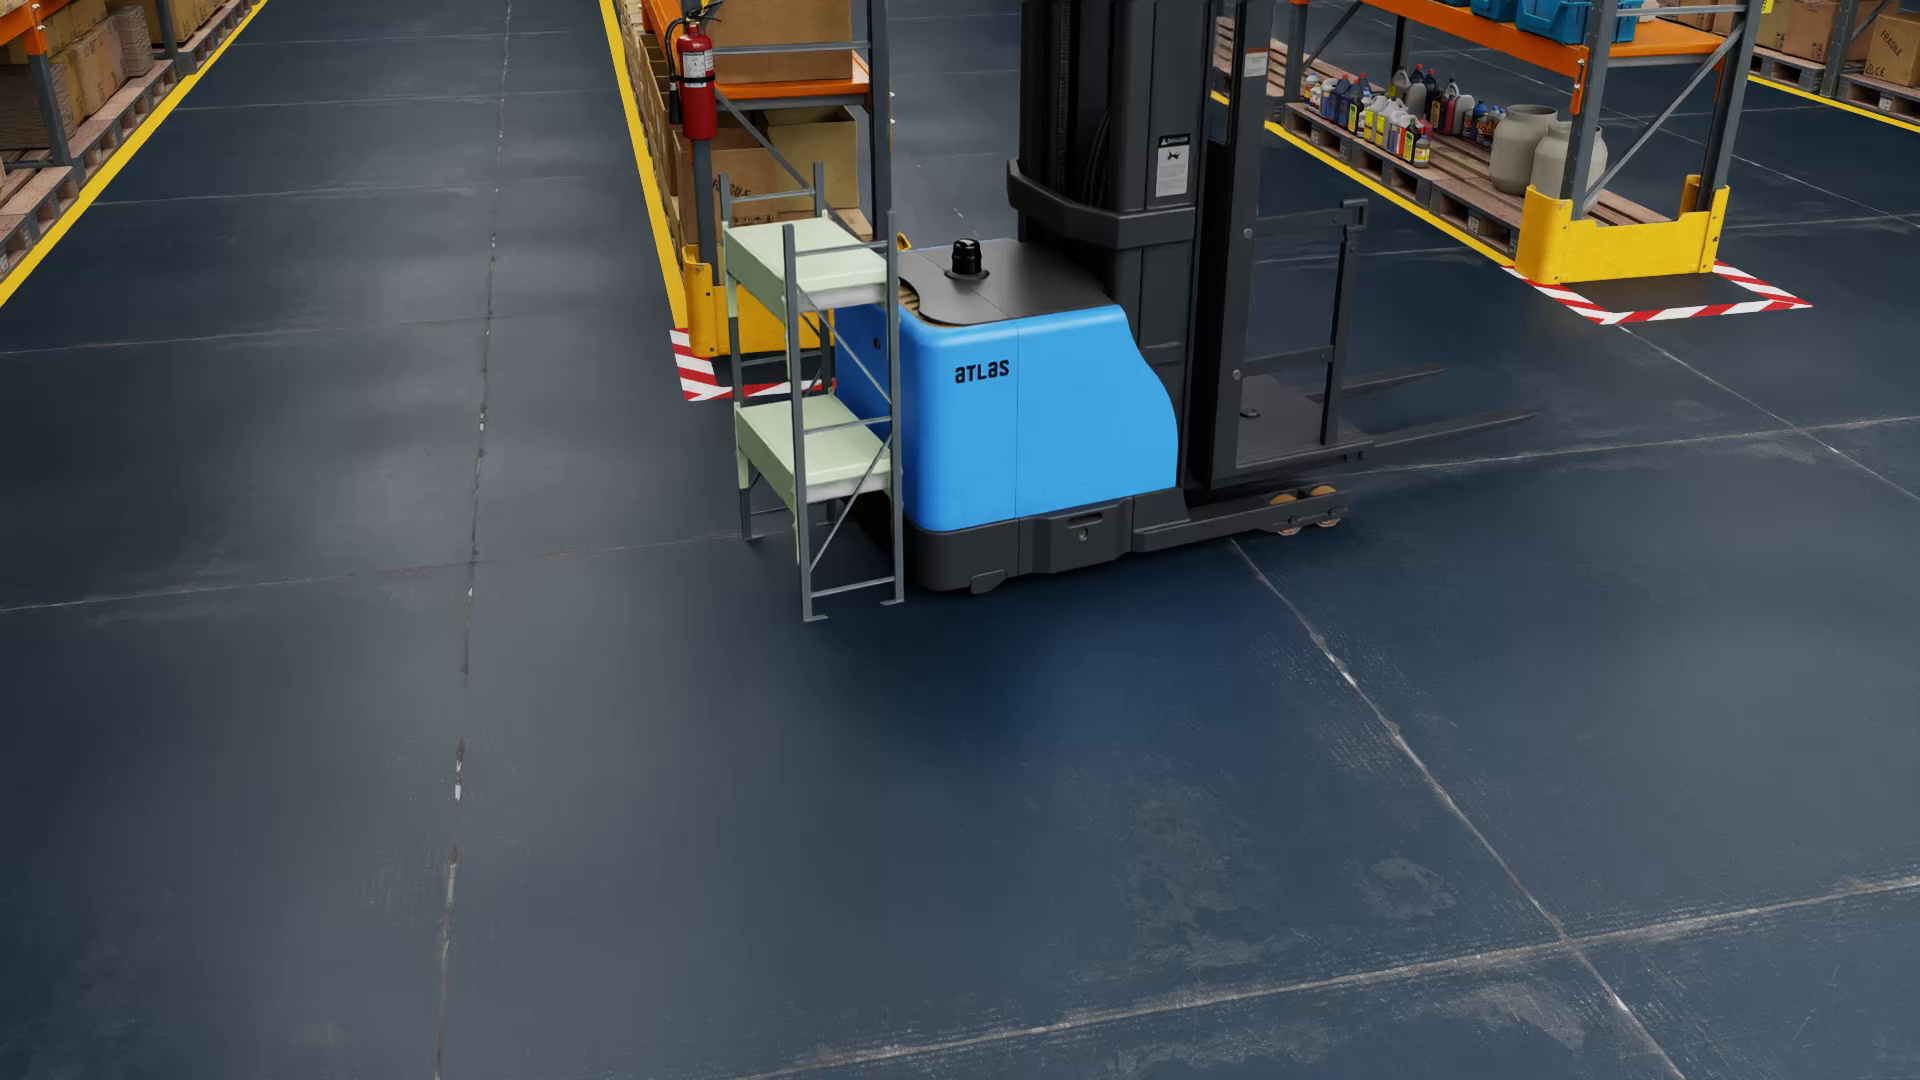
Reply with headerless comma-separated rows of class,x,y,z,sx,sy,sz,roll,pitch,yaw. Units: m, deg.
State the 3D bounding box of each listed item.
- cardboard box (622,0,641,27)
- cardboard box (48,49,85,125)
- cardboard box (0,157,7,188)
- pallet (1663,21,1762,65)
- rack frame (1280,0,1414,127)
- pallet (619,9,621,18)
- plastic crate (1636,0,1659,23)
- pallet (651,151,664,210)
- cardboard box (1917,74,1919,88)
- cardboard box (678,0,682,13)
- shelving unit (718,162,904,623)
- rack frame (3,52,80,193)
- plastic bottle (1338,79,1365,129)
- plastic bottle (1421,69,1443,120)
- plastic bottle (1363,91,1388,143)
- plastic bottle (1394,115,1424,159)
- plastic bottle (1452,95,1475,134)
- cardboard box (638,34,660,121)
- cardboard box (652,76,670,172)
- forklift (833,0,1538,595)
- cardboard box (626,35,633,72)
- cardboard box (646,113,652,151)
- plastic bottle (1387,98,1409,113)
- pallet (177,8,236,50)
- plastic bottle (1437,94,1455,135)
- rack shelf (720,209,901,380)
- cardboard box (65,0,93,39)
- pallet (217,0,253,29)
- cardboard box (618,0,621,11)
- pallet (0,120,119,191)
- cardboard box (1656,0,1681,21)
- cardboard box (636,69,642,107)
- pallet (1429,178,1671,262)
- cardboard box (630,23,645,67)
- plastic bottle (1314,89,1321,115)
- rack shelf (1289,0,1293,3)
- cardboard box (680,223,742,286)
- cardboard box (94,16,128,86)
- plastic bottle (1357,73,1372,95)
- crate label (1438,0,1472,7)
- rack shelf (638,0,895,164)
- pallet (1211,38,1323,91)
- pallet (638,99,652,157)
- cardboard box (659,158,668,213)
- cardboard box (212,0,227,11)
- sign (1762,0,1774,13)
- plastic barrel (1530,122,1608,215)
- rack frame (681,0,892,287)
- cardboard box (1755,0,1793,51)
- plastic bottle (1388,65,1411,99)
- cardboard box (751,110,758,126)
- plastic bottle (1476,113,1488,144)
cardboard box,-2.699,-4.659,14.615,0.500,0.311,0.500,-7,28,-13
cardboard box,-6.929,-3.301,12.248,0.700,0.500,0.500,-6,27,-13
cardboard box,-6.432,-2.377,10.787,0.380,0.166,0.250,-10,28,-18
pallet,7.441,-4.820,16.065,1.003,0.211,1.213,-6,27,-12
rack frame,3.071,-4.684,12.700,1.000,3.000,0.127,-6,27,-12
pallet,-3.060,-5.559,17.530,1.003,0.211,1.213,-6,27,-12
plastic crate,4.084,-3.235,10.124,0.298,0.136,0.250,-6,27,-12
pallet,-1.618,-2.584,11.635,1.003,0.211,1.213,-6,27,-12
cardboard box,8.084,-3.828,13.313,0.500,0.500,0.500,2,27,5
cardboard box,-1.415,-3.581,10.405,0.700,0.500,0.500,-6,27,-11
shelving unit,-0.548,-0.554,6.182,0.431,1.500,0.755,-11,29,-21
rack frame,-6.581,-3.678,10.707,1.000,3.000,0.127,-6,27,-12
plastic bottle,2.891,-3.218,12.248,0.144,0.351,0.185,-7,28,-14
plastic bottle,3.540,-3.360,12.529,0.144,0.351,0.185,-7,28,-14
plastic bottle,2.987,-3.031,11.879,0.144,0.351,0.185,-6,27,-12
plastic bottle,3.101,-2.783,11.470,0.152,0.276,0.135,-6,27,-11
plastic bottle,3.646,-3.113,12.123,0.152,0.276,0.135,-5,27,-11
cardboard box,-1.956,-3.242,11.597,0.500,0.500,0.500,-6,27,-12
cardboard box,-1.616,-2.583,10.293,0.500,0.500,0.500,-6,27,-12
forklift,1.045,-1.531,6.531,3.031,2.935,1.130,-11,29,-21
cardboard box,-2.588,-4.190,14.308,0.500,0.250,0.500,-7,28,-13
cardboard box,-1.947,-2.908,11.768,0.500,0.250,0.500,-6,27,-12
plastic bottle,3.125,-3.024,11.947,0.152,0.276,0.135,-6,27,-12
pallet,-7.859,-5.077,16.574,1.003,0.211,1.213,-6,27,-12
plastic bottle,3.542,-3.105,12.099,0.061,0.283,0.133,-6,27,-12
rack shelf,-0.548,-0.902,6.006,0.431,0.370,0.720,-11,29,-21
cardboard box,-7.082,-4.056,12.911,0.500,0.250,0.500,-6,27,-12
pallet,-8.137,-5.614,17.638,1.003,0.211,1.213,-6,27,-12
cardboard box,-3.213,-5.633,16.867,0.500,0.500,0.500,-7,28,-13
pallet,-6.758,-2.774,12.012,1.003,0.211,1.213,-6,27,-12
cardboard box,7.303,-5.489,16.581,0.700,0.500,0.500,-8,28,-16
cardboard box,-2.244,-3.517,12.975,0.500,0.250,0.500,-6,27,-12
pallet,3.731,-2.069,10.614,1.003,0.211,1.213,-6,27,-12
cardboard box,-2.360,-3.988,13.286,0.500,0.311,0.500,-6,27,-12
plastic bottle,2.761,-3.357,12.690,0.097,0.201,0.097,0,27,0
rack shelf,2.620,-5.240,14.602,1.077,0.370,4.000,-6,27,-12
cardboard box,-1.263,-1.592,9.160,0.500,0.250,0.500,-6,27,-12
cardboard box,-7.267,-3.965,13.563,0.700,0.500,0.500,-6,27,-12
plastic bottle,2.989,-3.316,12.442,0.144,0.351,0.185,-6,27,-12
crate label,3.294,-3.724,10.760,0.502,0.435,0.616,-6,27,-12
rack shelf,-1.305,-2.983,10.130,1.077,0.370,4.000,-6,27,-12
pallet,2.578,-4.316,15.067,1.003,0.211,1.213,-6,27,-12
pallet,-1.960,-3.257,12.968,1.003,0.211,1.213,-6,27,-12
cardboard box,-1.613,-2.249,10.462,0.500,0.250,0.500,-6,27,-12
cardboard box,-7.908,-5.755,16.743,0.750,0.750,0.750,-5,27,-10
sign,4.509,-3.105,9.266,0.100,0.325,0.005,-6,27,-12
plastic barrel,3.749,-2.286,10.244,0.421,0.512,0.421,0,27,0
rack frame,-0.854,-2.426,8.228,1.000,3.000,0.127,-6,27,-12
cardboard box,7.690,-4.750,15.118,0.700,0.500,0.500,-6,27,-12
plastic bottle,3.356,-3.429,12.667,0.144,0.351,0.185,-6,27,-12
cardboard box,-0.998,-2.417,9.962,0.500,0.500,0.500,-6,27,-12
plastic bottle,3.745,-2.940,11.864,0.097,0.201,0.097,0,27,0
